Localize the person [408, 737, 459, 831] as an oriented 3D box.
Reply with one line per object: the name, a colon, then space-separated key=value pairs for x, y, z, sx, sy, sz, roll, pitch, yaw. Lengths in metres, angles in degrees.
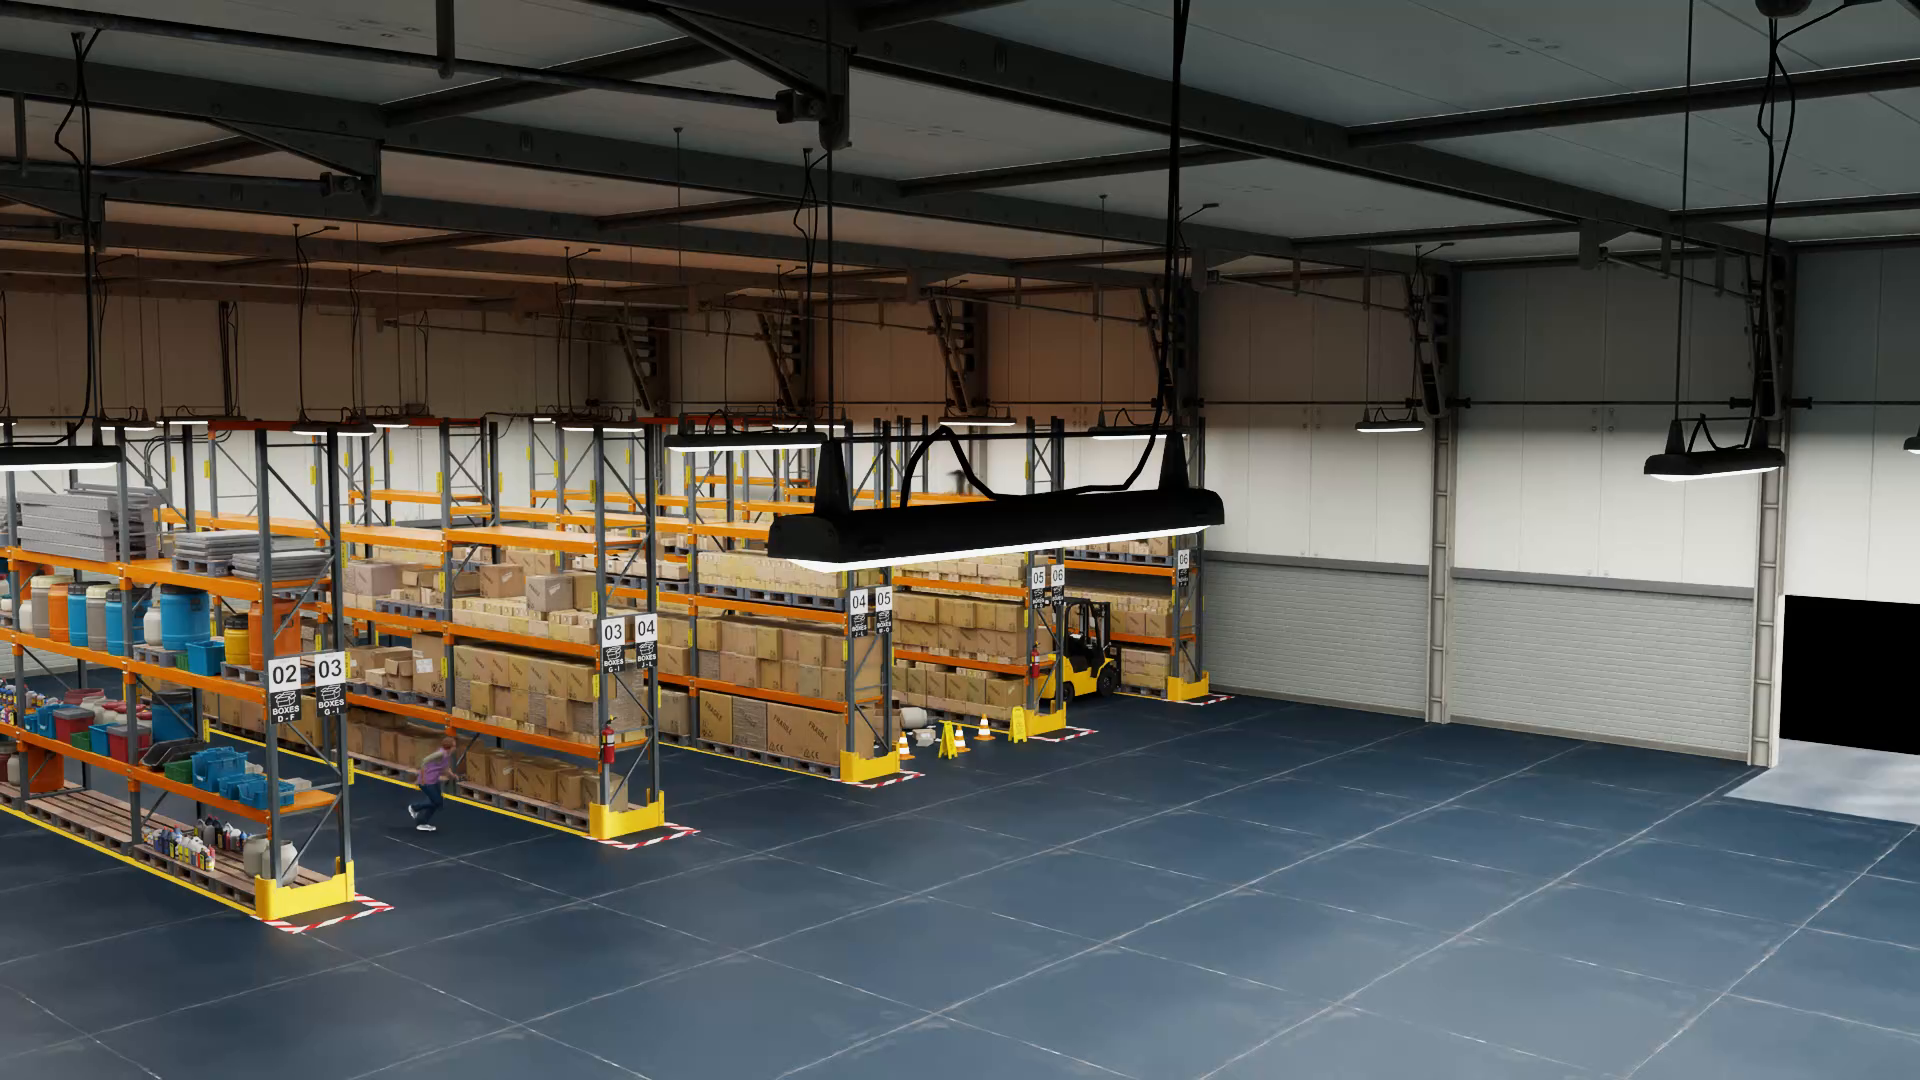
person: x=-7.780 y=3.601 z=24.475 sx=0.773 sy=1.418 sz=0.563 roll=1 pitch=5 yaw=9

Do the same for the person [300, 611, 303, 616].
person: x=-15.790 y=2.268 z=39.055 sx=0.735 sy=1.743 sz=0.976 roll=-2 pitch=5 yaw=-26
